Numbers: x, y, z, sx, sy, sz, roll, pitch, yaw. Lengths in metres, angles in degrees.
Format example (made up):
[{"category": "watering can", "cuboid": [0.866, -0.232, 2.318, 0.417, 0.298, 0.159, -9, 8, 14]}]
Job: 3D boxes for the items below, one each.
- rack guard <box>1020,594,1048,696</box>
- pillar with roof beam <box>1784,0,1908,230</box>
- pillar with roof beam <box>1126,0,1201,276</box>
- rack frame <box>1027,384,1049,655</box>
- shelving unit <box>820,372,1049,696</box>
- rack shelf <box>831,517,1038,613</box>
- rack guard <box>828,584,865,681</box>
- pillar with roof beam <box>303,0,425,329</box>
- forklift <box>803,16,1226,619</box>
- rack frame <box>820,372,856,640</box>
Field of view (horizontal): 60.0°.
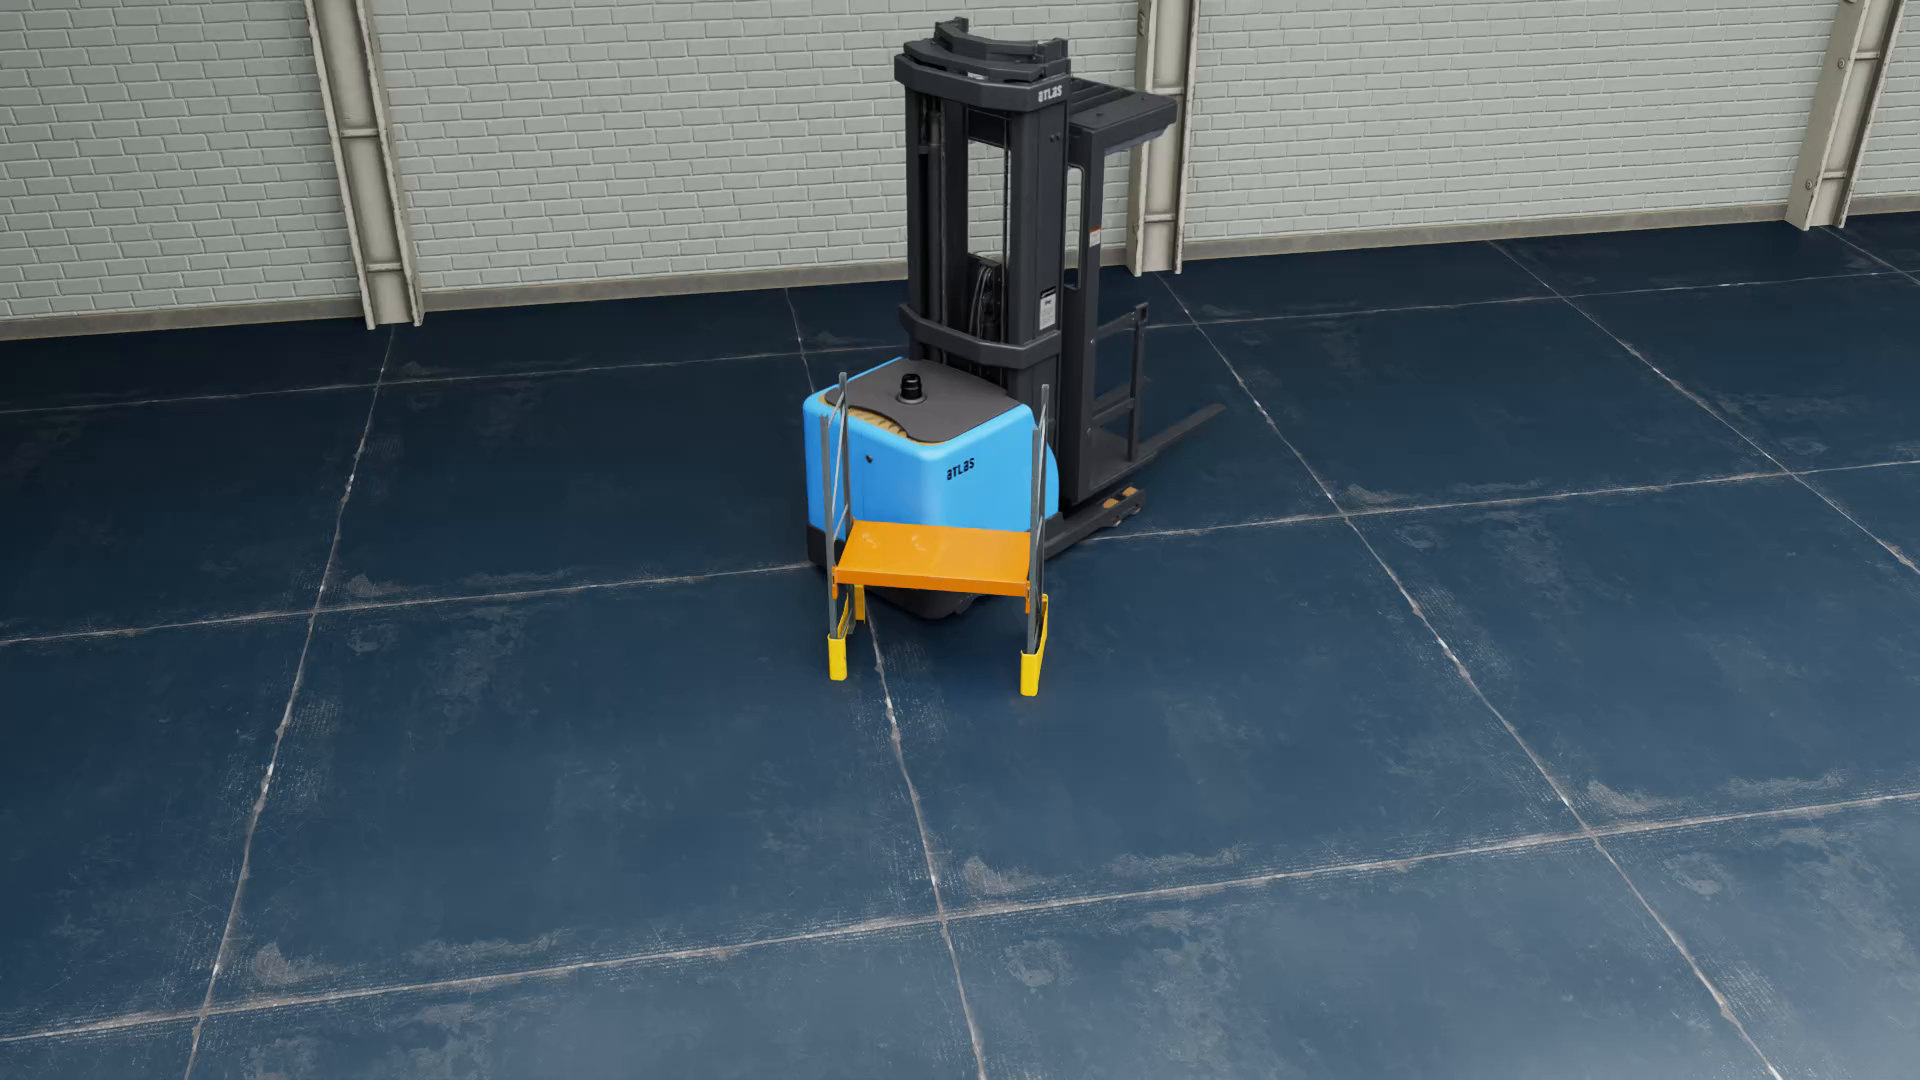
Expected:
[{"category": "rack guard", "cuboid": [0.388, 0.542, 8.695, 0.087, 0.250, 0.587, 4, 31, 7]}, {"category": "pillar with roof beam", "cuboid": [8.263, -4.516, 8.666, 0.400, 9.000, 9.100, -5, 31, -9]}, {"category": "pillar with roof beam", "cuboid": [2.361, -3.968, 7.734, 0.400, 9.000, 9.100, -5, 31, -9]}, {"category": "rack frame", "cuboid": [0.390, 0.004, 8.378, 0.032, 1.500, 0.500, 4, 31, 7]}, {"category": "shelving unit", "cuboid": [-0.105, -0.031, 8.438, 1.083, 1.500, 0.587, 4, 31, 7]}, {"category": "rack shelf", "cuboid": [-0.114, 0.123, 8.530, 1.000, 0.185, 0.538, 4, 31, 7]}, {"category": "rack guard", "cuboid": [-0.598, 0.473, 8.813, 0.087, 0.250, 0.587, 4, 31, 7]}, {"category": "pillar with roof beam", "cuboid": [-3.541, -3.420, 6.803, 0.400, 9.000, 9.100, -5, 31, -9]}, {"category": "forklift", "cuboid": [0.487, -1.499, 9.523, 1.130, 2.935, 3.031, 25, 38, 35]}, {"category": "rack frame", "cuboid": [-0.618, -0.067, 8.499, 0.032, 1.500, 0.500, 4, 31, 7]}]
